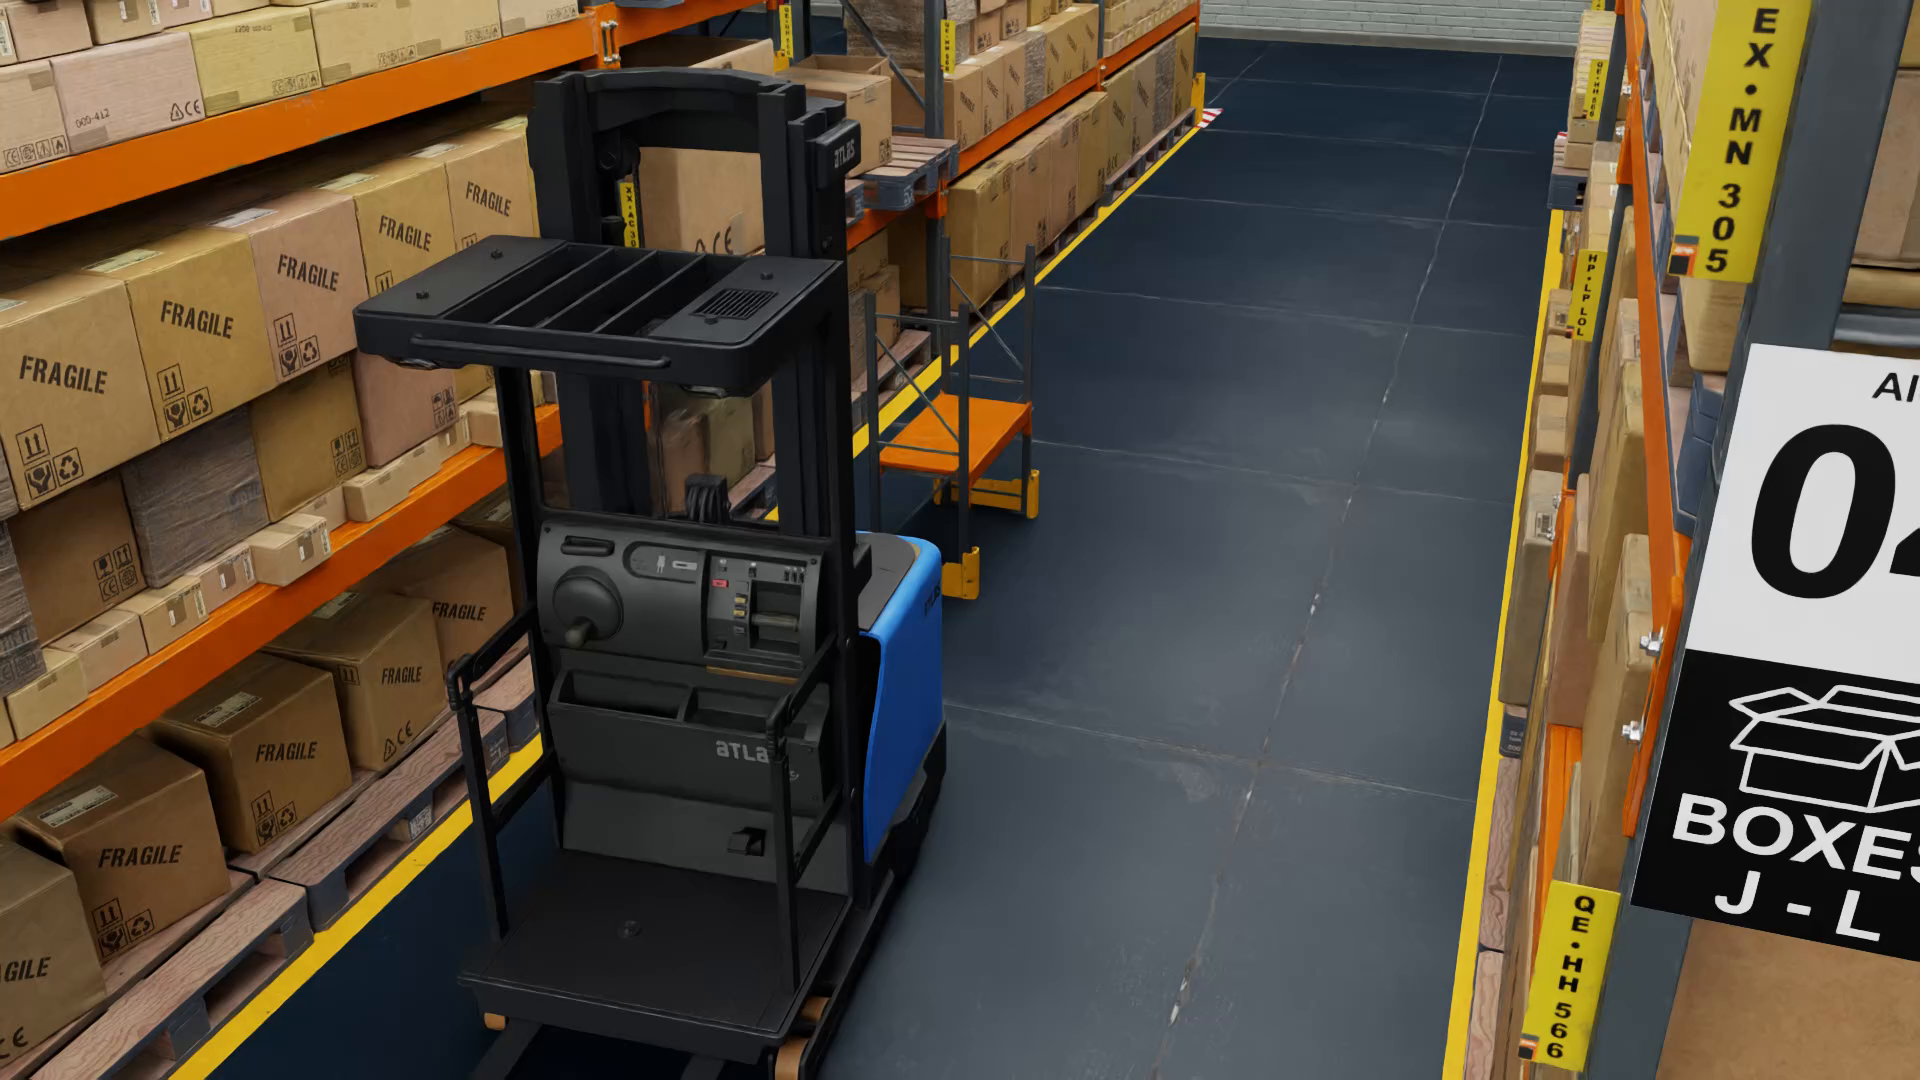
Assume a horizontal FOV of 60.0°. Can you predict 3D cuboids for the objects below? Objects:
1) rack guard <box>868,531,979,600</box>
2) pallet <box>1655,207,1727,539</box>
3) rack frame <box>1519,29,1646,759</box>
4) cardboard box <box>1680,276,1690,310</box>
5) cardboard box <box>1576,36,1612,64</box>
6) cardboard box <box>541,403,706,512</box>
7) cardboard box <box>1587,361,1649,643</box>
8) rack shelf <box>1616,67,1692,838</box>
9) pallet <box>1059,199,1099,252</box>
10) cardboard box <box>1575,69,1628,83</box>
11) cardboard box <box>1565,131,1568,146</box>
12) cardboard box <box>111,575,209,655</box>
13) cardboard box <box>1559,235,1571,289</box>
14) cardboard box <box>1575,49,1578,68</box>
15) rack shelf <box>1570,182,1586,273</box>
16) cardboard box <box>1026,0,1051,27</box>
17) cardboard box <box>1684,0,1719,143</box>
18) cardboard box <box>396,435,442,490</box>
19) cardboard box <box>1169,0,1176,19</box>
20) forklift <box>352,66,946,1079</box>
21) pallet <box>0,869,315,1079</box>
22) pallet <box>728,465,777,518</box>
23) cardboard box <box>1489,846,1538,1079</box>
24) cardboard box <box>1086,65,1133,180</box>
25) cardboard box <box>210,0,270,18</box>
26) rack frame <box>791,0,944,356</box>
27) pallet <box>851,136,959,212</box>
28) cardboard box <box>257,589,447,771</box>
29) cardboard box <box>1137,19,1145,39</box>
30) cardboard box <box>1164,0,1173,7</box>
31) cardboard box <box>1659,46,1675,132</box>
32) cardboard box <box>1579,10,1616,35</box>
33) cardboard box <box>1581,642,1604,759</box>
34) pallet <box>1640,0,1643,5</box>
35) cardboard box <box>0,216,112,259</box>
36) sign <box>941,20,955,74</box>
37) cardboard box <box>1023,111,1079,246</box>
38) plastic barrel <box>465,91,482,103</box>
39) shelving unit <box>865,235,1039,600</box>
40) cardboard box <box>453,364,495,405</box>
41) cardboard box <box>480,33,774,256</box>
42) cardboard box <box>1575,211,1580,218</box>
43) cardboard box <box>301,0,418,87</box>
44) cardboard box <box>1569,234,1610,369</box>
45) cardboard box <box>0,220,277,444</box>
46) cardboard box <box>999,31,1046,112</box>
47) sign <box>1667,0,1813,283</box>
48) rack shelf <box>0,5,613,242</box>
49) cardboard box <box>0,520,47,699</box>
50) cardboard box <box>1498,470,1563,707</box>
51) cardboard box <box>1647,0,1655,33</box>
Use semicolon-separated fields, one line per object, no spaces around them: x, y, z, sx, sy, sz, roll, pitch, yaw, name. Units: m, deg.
-0.191;0.123;8.208;0.587;0.250;0.087;9;27;17;rack guard
1.624;-0.271;2.528;1.003;0.211;1.213;9;27;17;pallet
2.718;-0.298;5.924;1.000;3.000;0.127;9;27;17;rack frame
1.263;-0.415;2.414;0.380;0.149;0.250;9;27;18;cardboard box
4.386;-3.303;11.254;0.380;0.149;0.250;10;28;19;cardboard box
-1.701;-0.381;8.459;0.700;0.500;0.500;7;27;13;cardboard box
2.011;-0.042;3.982;0.875;0.550;0.500;9;27;17;cardboard box
2.053;-0.503;3.730;1.077;0.370;4.000;9;27;17;rack shelf
0.551;-2.764;14.216;1.003;0.211;1.213;9;27;17;pallet
3.953;-2.764;10.141;0.380;0.149;0.250;10;27;19;cardboard box
3.949;-2.495;10.268;0.380;0.149;0.250;9;27;18;cardboard box
-2.585;0.207;5.168;0.380;0.149;0.250;9;27;17;cardboard box
4.359;-1.747;11.303;0.500;0.500;0.500;8;27;15;cardboard box
4.560;-3.381;11.756;0.380;0.149;0.250;8;27;15;cardboard box
4.715;-2.440;11.174;1.077;0.370;4.000;9;27;17;rack shelf
0.293;-4.299;12.922;0.797;0.503;0.637;9;27;18;cardboard box
1.454;-0.752;2.654;0.500;0.250;0.500;9;27;18;cardboard box
-2.183;-0.309;6.234;0.380;0.149;0.250;9;27;17;cardboard box
1.921;-5.264;16.467;0.380;0.149;0.250;8;27;16;cardboard box
-0.925;0.211;4.951;1.130;2.935;3.031;7;27;13;forklift
-2.928;1.480;5.452;1.003;0.211;1.213;9;27;17;pallet
-1.668;-0.124;8.765;1.003;0.211;1.213;9;27;17;pallet
1.841;1.463;4.244;0.875;0.875;0.875;8;27;17;cardboard box
1.032;-3.839;15.193;0.875;0.875;0.875;9;27;17;cardboard box
-2.368;-1.705;5.103;0.380;0.149;0.250;8;27;16;cardboard box
-0.594;-2.703;10.891;1.000;3.000;0.127;9;27;17;rack frame
-0.731;-2.308;10.296;1.213;0.211;1.003;9;27;17;pallet
-2.412;0.538;6.582;0.500;0.500;0.500;6;27;13;cardboard box
1.494;-4.737;15.379;0.380;0.149;0.250;8;27;17;cardboard box
1.818;-5.402;16.295;0.500;0.250;0.500;8;27;16;cardboard box
1.686;-0.938;3.495;0.380;0.149;0.250;9;27;18;cardboard box
4.815;-3.835;12.351;0.380;0.149;0.250;10;28;20;cardboard box
2.072;0.454;4.198;0.875;0.550;0.500;9;27;17;cardboard box
3.516;-2.475;7.194;1.003;0.211;1.213;10;28;20;pallet
-2.977;-0.718;5.187;0.500;0.500;0.500;9;27;17;cardboard box
-0.080;-3.114;10.501;0.100;0.325;0.005;9;27;17;sign
0.246;-2.946;13.349;1.225;0.875;0.875;8;27;16;cardboard box
-4.367;-3.798;15.077;0.600;0.901;0.708;9;27;17;plastic barrel
-0.025;-0.644;8.358;0.587;1.500;1.083;9;27;17;shelving unit
-2.333;-0.862;6.632;0.875;0.500;0.500;9;27;17;cardboard box
-1.529;-1.824;7.906;1.000;1.000;1.000;9;27;18;cardboard box
4.371;-2.078;11.127;0.500;0.250;0.500;9;27;19;cardboard box
-2.179;-1.693;5.535;0.500;0.250;0.500;9;27;17;cardboard box
2.976;-1.012;7.283;0.500;0.500;0.500;9;27;18;cardboard box
-2.479;-0.641;5.028;0.500;0.500;0.500;9;27;17;cardboard box
0.329;-3.537;12.498;0.500;0.500;0.500;9;27;18;cardboard box
0.880;-0.452;1.874;0.100;0.325;0.005;9;27;17;sign
-2.591;-1.264;5.301;1.077;0.370;4.000;9;27;17;rack shelf
-3.048;0.184;4.473;0.875;0.500;0.500;9;27;17;cardboard box
2.840;0.257;6.877;1.050;0.750;0.750;9;27;17;cardboard box
2.108;-1.460;4.573;0.380;0.149;0.250;9;27;17;cardboard box
